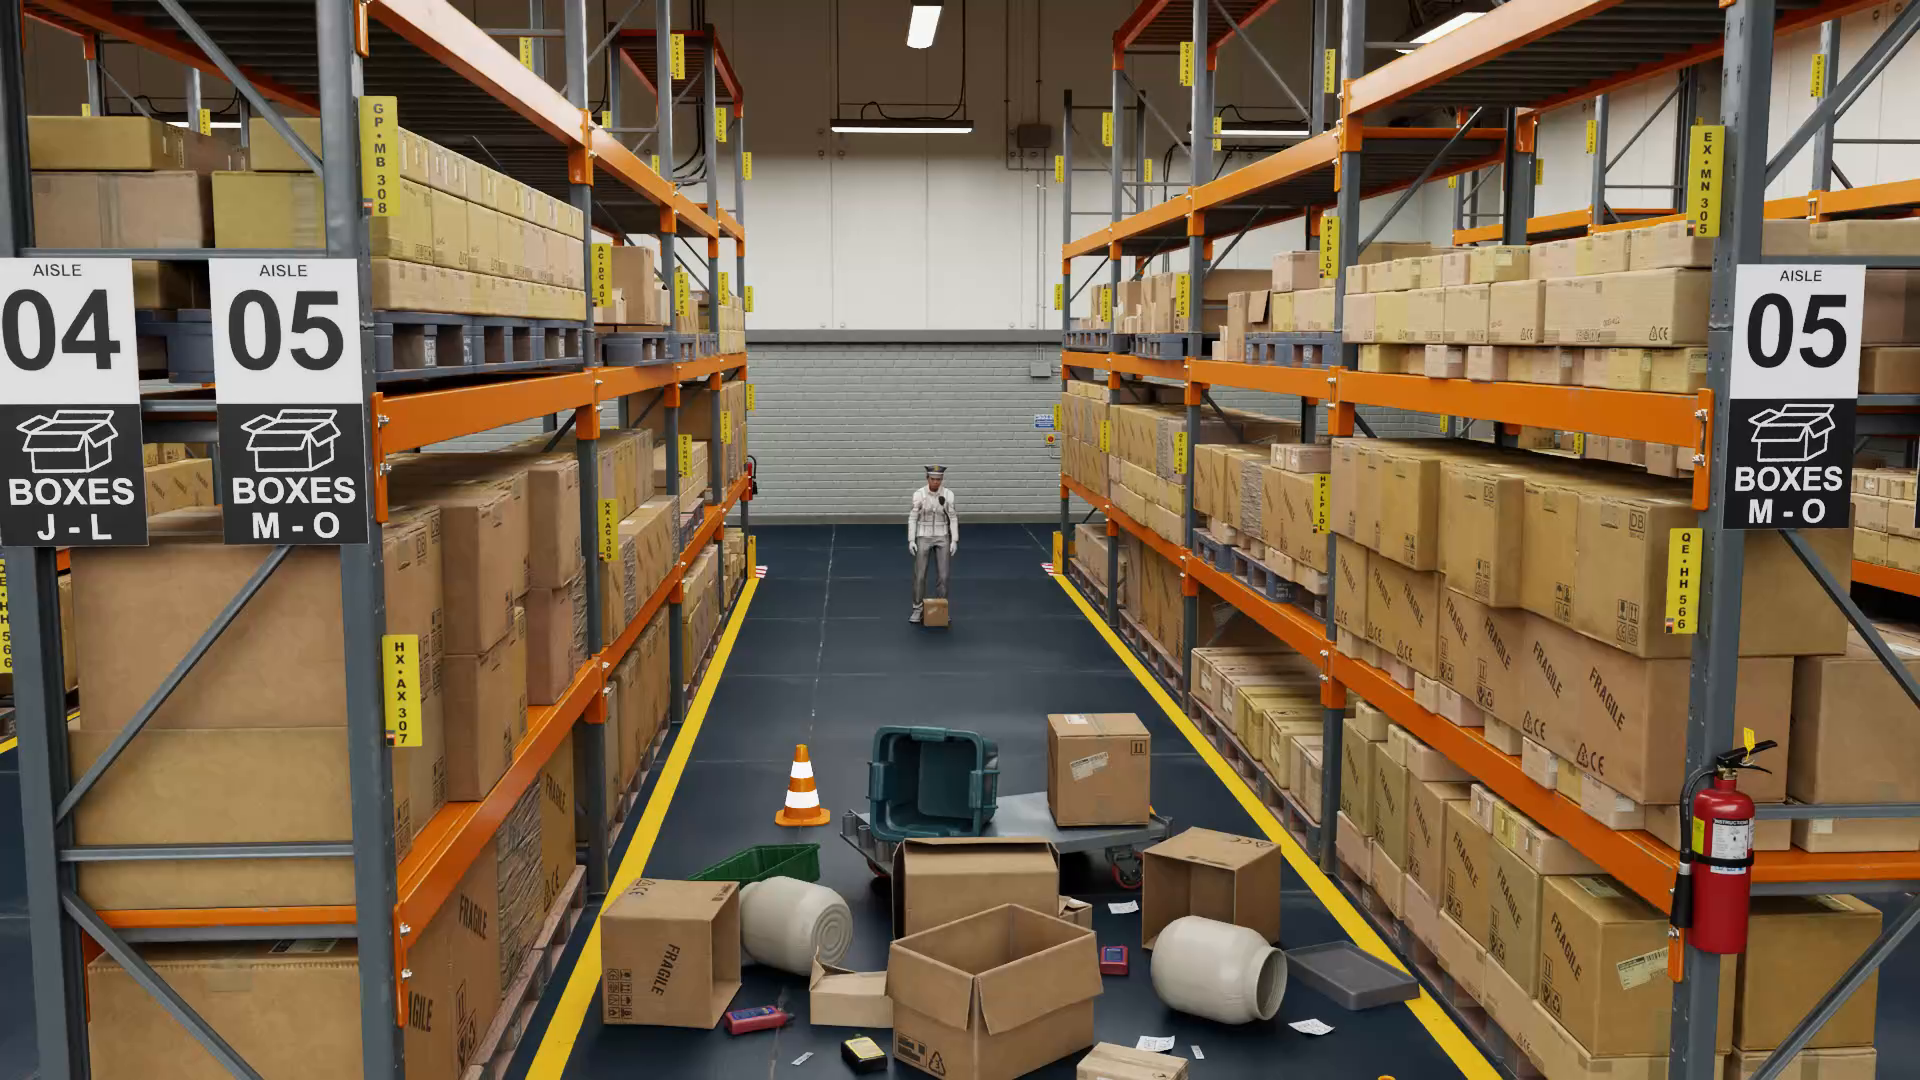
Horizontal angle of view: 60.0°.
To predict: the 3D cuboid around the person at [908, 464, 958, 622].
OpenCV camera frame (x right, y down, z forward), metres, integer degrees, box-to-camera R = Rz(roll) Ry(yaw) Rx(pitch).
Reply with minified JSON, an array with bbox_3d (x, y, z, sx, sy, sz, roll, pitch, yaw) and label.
[{"bbox_3d":[-0.282,0.027,17.520,0.532,1.663,0.377,-1,7,-4],"label":"person"}]
